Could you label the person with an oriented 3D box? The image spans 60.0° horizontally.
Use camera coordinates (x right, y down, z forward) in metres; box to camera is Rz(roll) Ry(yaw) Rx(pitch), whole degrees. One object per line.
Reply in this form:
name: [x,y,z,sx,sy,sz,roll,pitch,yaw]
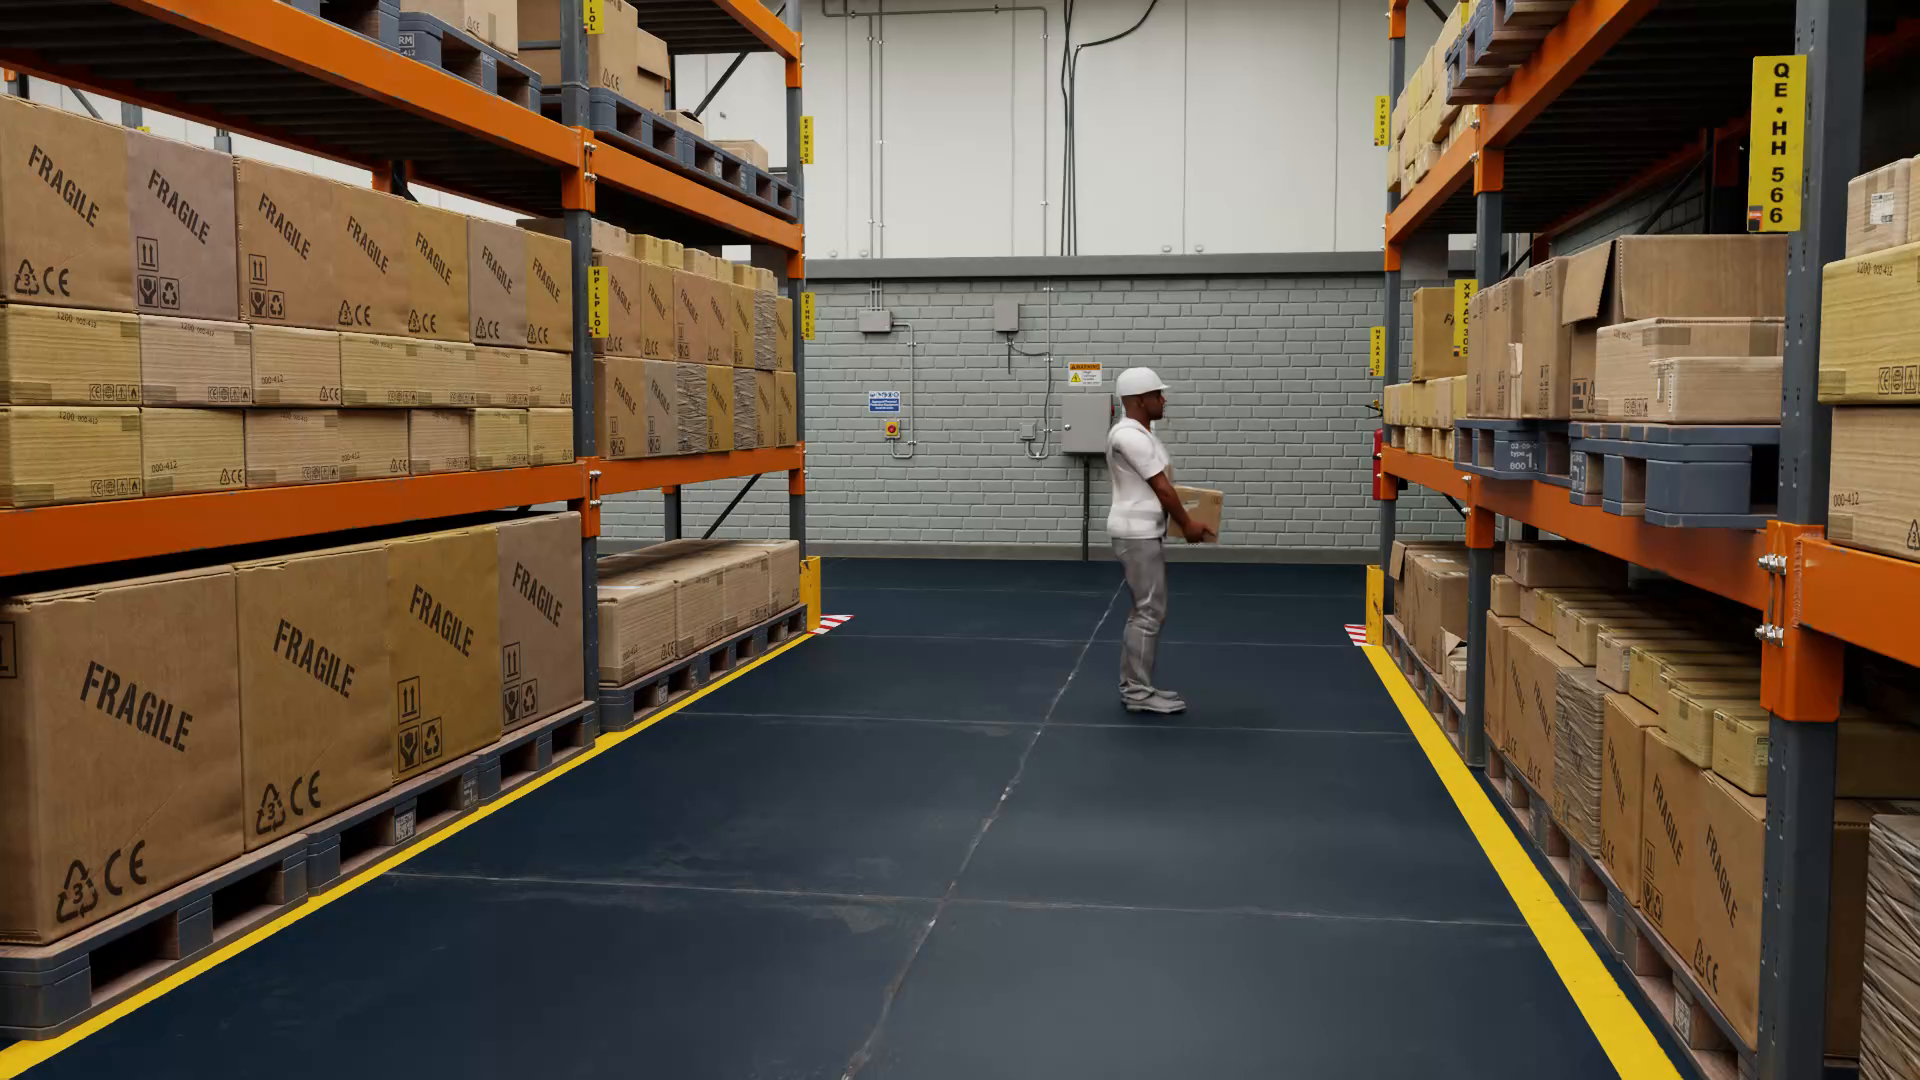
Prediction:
person: [1.037,-0.007,8.599,0.557,1.763,0.505,1,4,8]
